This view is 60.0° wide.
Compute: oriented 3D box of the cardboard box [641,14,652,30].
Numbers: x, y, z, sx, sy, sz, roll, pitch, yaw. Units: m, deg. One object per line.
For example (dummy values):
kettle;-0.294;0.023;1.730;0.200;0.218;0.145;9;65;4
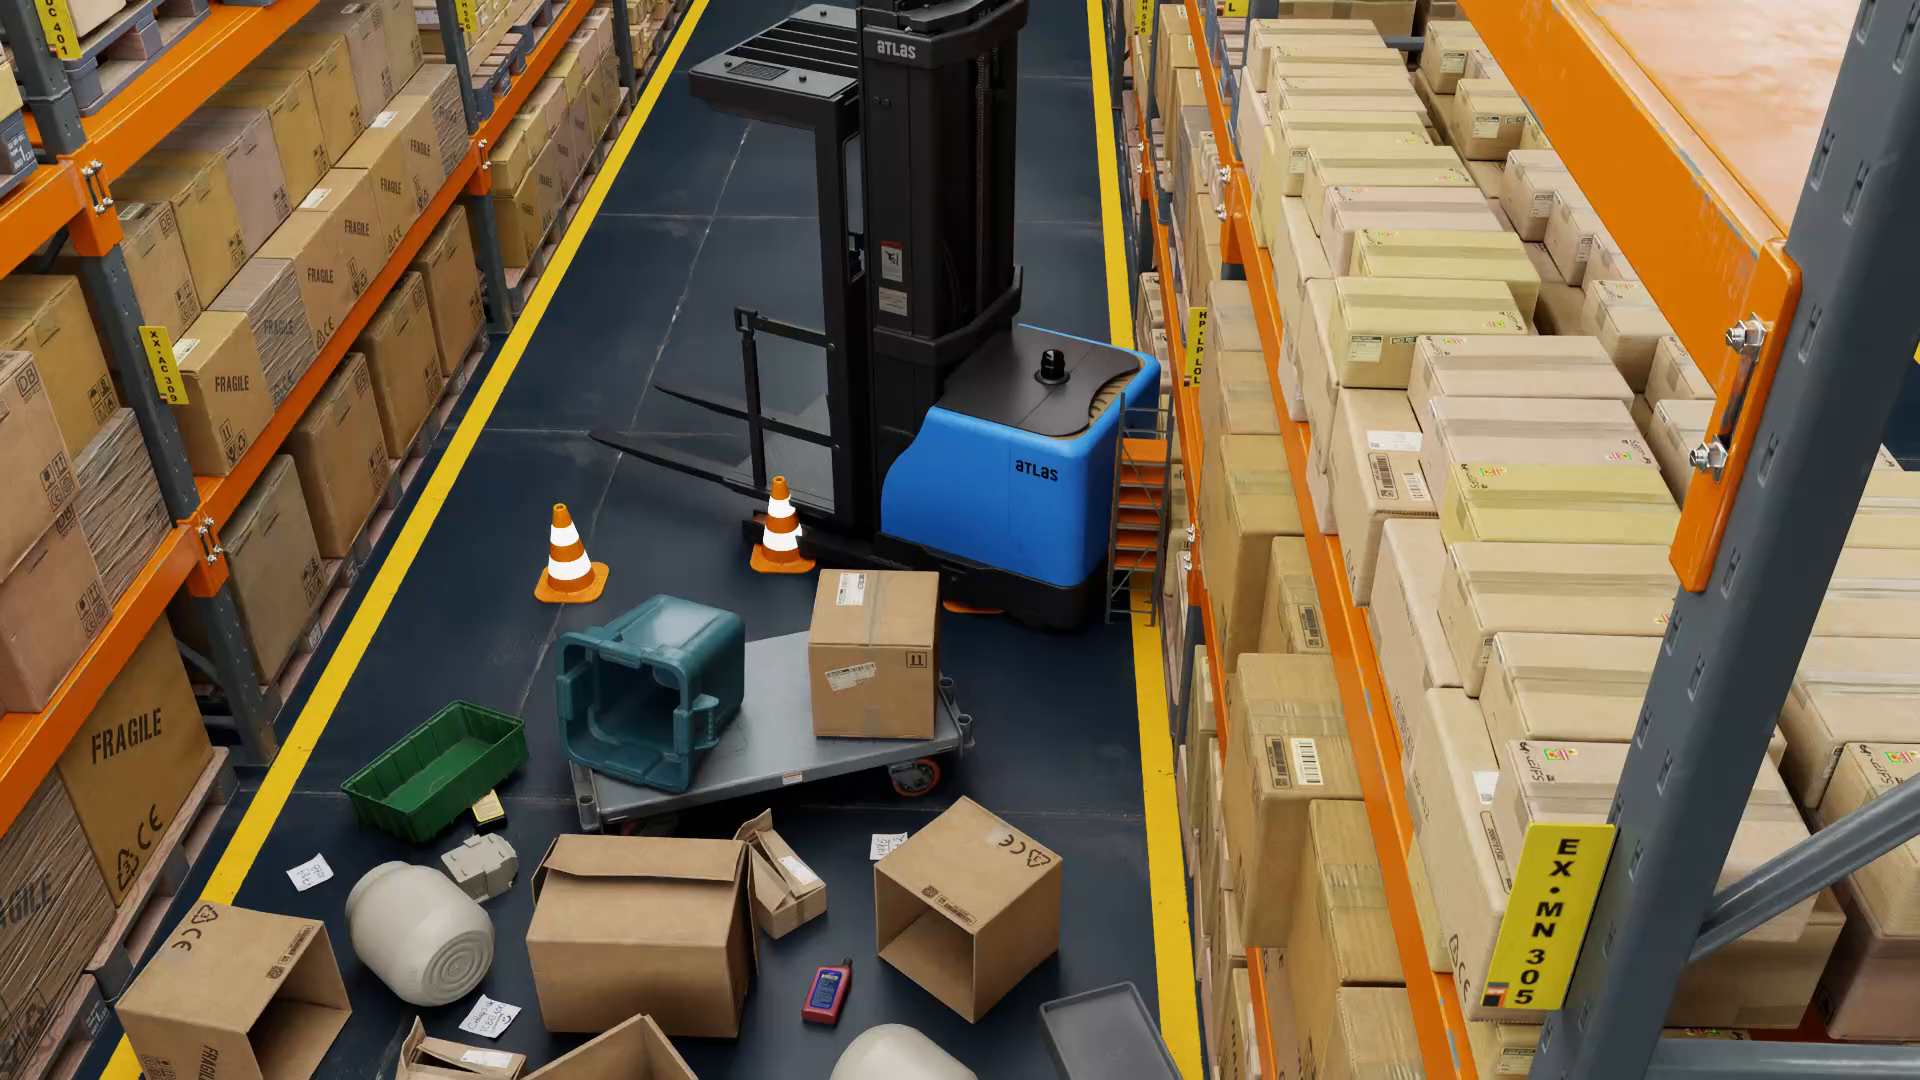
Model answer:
cardboard box;-2.931;-4.521;14.634;0.380;0.149;0.250;1;35;1

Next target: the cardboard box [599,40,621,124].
cardboard box;-2.973;-3.588;13.001;0.500;0.500;0.500;1;35;1

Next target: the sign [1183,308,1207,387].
sign;0.879;-0.702;6.078;0.100;0.325;0.005;1;35;2

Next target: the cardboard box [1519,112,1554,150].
cardboard box;1.726;-1.030;4.469;0.380;0.149;0.250;2;35;3

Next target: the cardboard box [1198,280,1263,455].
cardboard box;1.199;-0.541;5.642;0.700;0.500;0.500;1;35;1

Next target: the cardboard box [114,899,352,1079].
cardboard box;-2.554;1.664;5.891;0.500;0.500;0.500;7;36;10

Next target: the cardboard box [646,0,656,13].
cardboard box;-2.918;-4.798;14.770;0.380;0.149;0.250;3;35;4

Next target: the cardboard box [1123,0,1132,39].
cardboard box;1.388;-3.627;11.378;0.500;0.250;0.500;1;35;1

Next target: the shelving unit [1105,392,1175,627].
shelving unit;0.838;-0.124;7.817;0.258;1.200;0.189;3;36;4

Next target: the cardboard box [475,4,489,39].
cardboard box;-3.127;-3.191;10.222;0.380;0.149;0.250;3;35;4

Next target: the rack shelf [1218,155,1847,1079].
rack shelf;1.353;-0.001;4.105;1.077;0.370;4.000;1;35;2

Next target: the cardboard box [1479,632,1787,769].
cardboard box;1.040;0.282;2.602;0.380;0.149;0.250;2;35;3

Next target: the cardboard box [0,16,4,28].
cardboard box;-3.648;-2.062;6.090;0.500;0.250;0.500;2;35;2

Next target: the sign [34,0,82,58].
sign;-2.962;-1.733;5.425;0.100;0.325;0.005;1;35;2

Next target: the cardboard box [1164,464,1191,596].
cardboard box;1.478;-0.028;8.048;0.950;0.372;0.625;3;35;5

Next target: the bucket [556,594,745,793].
bucket;-1.218;0.575;6.793;0.726;0.611;0.620;13;27;18

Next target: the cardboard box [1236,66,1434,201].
cardboard box;1.142;-1.258;5.140;0.500;0.250;0.500;1;35;1

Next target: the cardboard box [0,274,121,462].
cardboard box;-3.566;-0.565;5.822;0.875;0.550;0.550;1;35;2

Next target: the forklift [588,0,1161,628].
forklift;-0.552;-1.365;8.089;3.031;2.935;1.130;17;38;22

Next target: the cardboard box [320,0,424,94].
cardboard box;-3.384;-2.764;9.063;0.700;0.500;0.500;1;35;2

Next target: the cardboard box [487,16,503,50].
cardboard box;-3.115;-3.202;10.497;0.380;0.149;0.250;3;35;4

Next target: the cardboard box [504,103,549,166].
cardboard box;-3.066;-2.709;11.099;0.500;0.250;0.500;1;35;1

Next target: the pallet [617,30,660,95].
pallet;-3.204;-4.115;14.368;1.003;0.211;1.213;1;35;2

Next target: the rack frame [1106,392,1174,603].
rack frame;0.847;-0.178;7.891;0.240;1.200;0.006;3;36;4

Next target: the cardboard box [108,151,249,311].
cardboard box;-3.484;-1.304;6.986;0.700;0.500;0.500;1;35;1

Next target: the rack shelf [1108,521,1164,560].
rack shelf;0.837;0.008;7.914;0.258;0.103;0.180;3;36;4

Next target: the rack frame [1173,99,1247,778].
rack frame;1.434;-0.217;6.396;1.000;3.000;0.127;1;35;2

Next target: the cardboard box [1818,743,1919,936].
cardboard box;1.491;0.431;2.390;0.380;0.149;0.250;1;35;2

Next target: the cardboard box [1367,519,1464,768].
cardboard box;1.059;0.204;3.059;0.500;0.250;0.500;1;35;1

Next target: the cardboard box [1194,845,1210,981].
cardboard box;1.130;1.376;6.156;0.500;0.250;0.500;3;35;5

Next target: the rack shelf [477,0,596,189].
rack shelf;-3.276;-3.426;11.588;1.077;0.370;4.000;1;35;2

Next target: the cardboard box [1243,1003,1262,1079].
cardboard box;1.018;1.487;4.780;0.380;0.149;0.250;3;35;4

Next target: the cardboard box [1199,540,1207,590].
cardboard box;1.100;0.059;6.221;0.380;0.149;0.250;1;35;2

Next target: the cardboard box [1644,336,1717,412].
cardboard box;1.648;-0.292;3.419;0.380;0.149;0.250;2;35;3

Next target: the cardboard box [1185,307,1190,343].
cardboard box;1.181;-0.888;7.204;0.380;0.149;0.250;1;35;1

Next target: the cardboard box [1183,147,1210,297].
cardboard box;1.268;-1.404;7.373;0.500;0.500;0.500;2;35;4

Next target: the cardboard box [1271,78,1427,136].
cardboard box;1.094;-1.193;4.701;0.380;0.149;0.250;0;35;0

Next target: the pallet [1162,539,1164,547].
pallet;1.510;-0.226;8.834;1.003;0.211;1.213;1;35;2

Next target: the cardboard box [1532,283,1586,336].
cardboard box;1.625;-0.370;3.876;0.500;0.250;0.500;2;35;3

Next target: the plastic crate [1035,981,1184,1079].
plastic crate;0.551;1.860;5.979;0.402;0.080;0.583;-10;36;-14

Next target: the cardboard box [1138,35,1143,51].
cardboard box;1.377;-3.237;10.389;0.500;0.250;0.500;0;35;1

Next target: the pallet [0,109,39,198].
pallet;-3.560;-0.995;4.971;1.003;0.211;1.213;1;35;2

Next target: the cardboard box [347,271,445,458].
cardboard box;-3.502;-0.973;9.062;1.050;0.750;0.750;2;35;3

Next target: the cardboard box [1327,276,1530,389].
cardboard box;1.019;-0.453;3.647;0.380;0.149;0.250;2;35;3

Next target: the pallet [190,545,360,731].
pallet;-3.561;0.422;7.911;1.003;0.211;1.213;1;35;2

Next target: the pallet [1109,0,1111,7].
pallet;1.962;-5.509;16.352;1.003;0.211;1.213;1;35;2

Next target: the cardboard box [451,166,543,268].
cardboard box;-3.073;-2.121;10.914;0.500;0.500;0.500;0;35;0

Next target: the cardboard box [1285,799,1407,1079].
cardboard box;1.103;0.920;3.562;0.700;0.500;0.500;2;35;2

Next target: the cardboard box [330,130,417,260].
cardboard box;-3.147;-1.774;8.524;0.500;0.500;0.500;1;35;1

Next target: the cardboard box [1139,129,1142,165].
cardboard box;1.781;-3.239;12.178;0.875;0.875;0.875;2;35;3

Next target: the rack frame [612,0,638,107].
rack frame;-3.195;-4.870;13.016;1.000;3.000;0.127;1;35;2

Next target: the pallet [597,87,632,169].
pallet;-3.225;-3.281;13.181;1.003;0.211;1.213;1;35;2

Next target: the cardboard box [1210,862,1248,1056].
cardboard box;1.108;1.368;5.515;0.500;0.500;0.500;3;35;4
